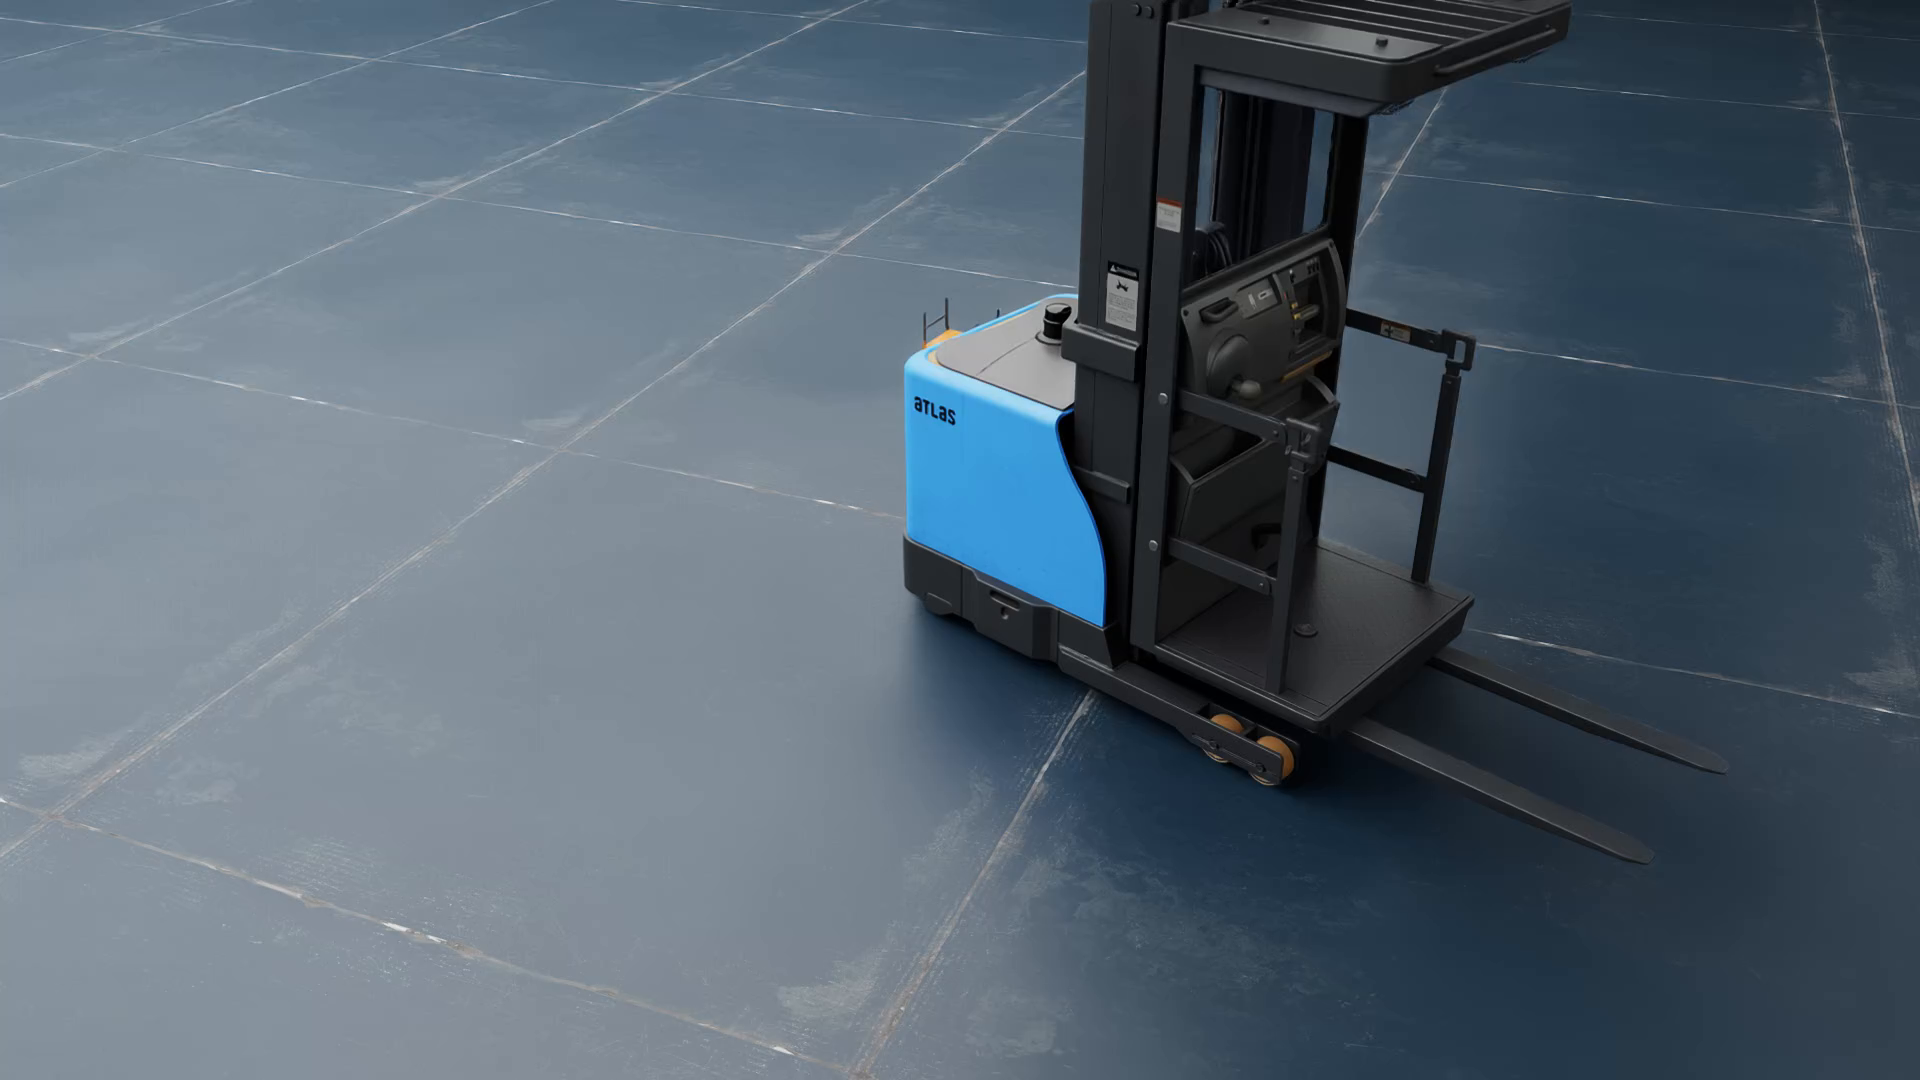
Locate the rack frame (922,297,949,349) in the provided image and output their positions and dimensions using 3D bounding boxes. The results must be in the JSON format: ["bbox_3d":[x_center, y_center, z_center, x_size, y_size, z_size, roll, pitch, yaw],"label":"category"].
[{"bbox_3d":[-0.100,-0.507,7.079,0.008,1.050,0.200,16,33,25],"label":"rack frame"}]

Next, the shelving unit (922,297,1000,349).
[{"bbox_3d":[0.006,-0.477,7.027,0.252,1.050,0.215,16,33,25],"label":"shelving unit"}]

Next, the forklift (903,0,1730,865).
[{"bbox_3d":[1.199,-0.720,5.545,3.031,2.935,1.130,24,37,36],"label":"forklift"}]

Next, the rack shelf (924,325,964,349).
[{"bbox_3d":[0.006,-0.715,6.893,0.240,0.259,0.215,16,33,25],"label":"rack shelf"}]

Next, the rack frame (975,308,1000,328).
[{"bbox_3d":[0.112,-0.447,6.975,0.008,1.050,0.200,16,33,25],"label":"rack frame"}]
